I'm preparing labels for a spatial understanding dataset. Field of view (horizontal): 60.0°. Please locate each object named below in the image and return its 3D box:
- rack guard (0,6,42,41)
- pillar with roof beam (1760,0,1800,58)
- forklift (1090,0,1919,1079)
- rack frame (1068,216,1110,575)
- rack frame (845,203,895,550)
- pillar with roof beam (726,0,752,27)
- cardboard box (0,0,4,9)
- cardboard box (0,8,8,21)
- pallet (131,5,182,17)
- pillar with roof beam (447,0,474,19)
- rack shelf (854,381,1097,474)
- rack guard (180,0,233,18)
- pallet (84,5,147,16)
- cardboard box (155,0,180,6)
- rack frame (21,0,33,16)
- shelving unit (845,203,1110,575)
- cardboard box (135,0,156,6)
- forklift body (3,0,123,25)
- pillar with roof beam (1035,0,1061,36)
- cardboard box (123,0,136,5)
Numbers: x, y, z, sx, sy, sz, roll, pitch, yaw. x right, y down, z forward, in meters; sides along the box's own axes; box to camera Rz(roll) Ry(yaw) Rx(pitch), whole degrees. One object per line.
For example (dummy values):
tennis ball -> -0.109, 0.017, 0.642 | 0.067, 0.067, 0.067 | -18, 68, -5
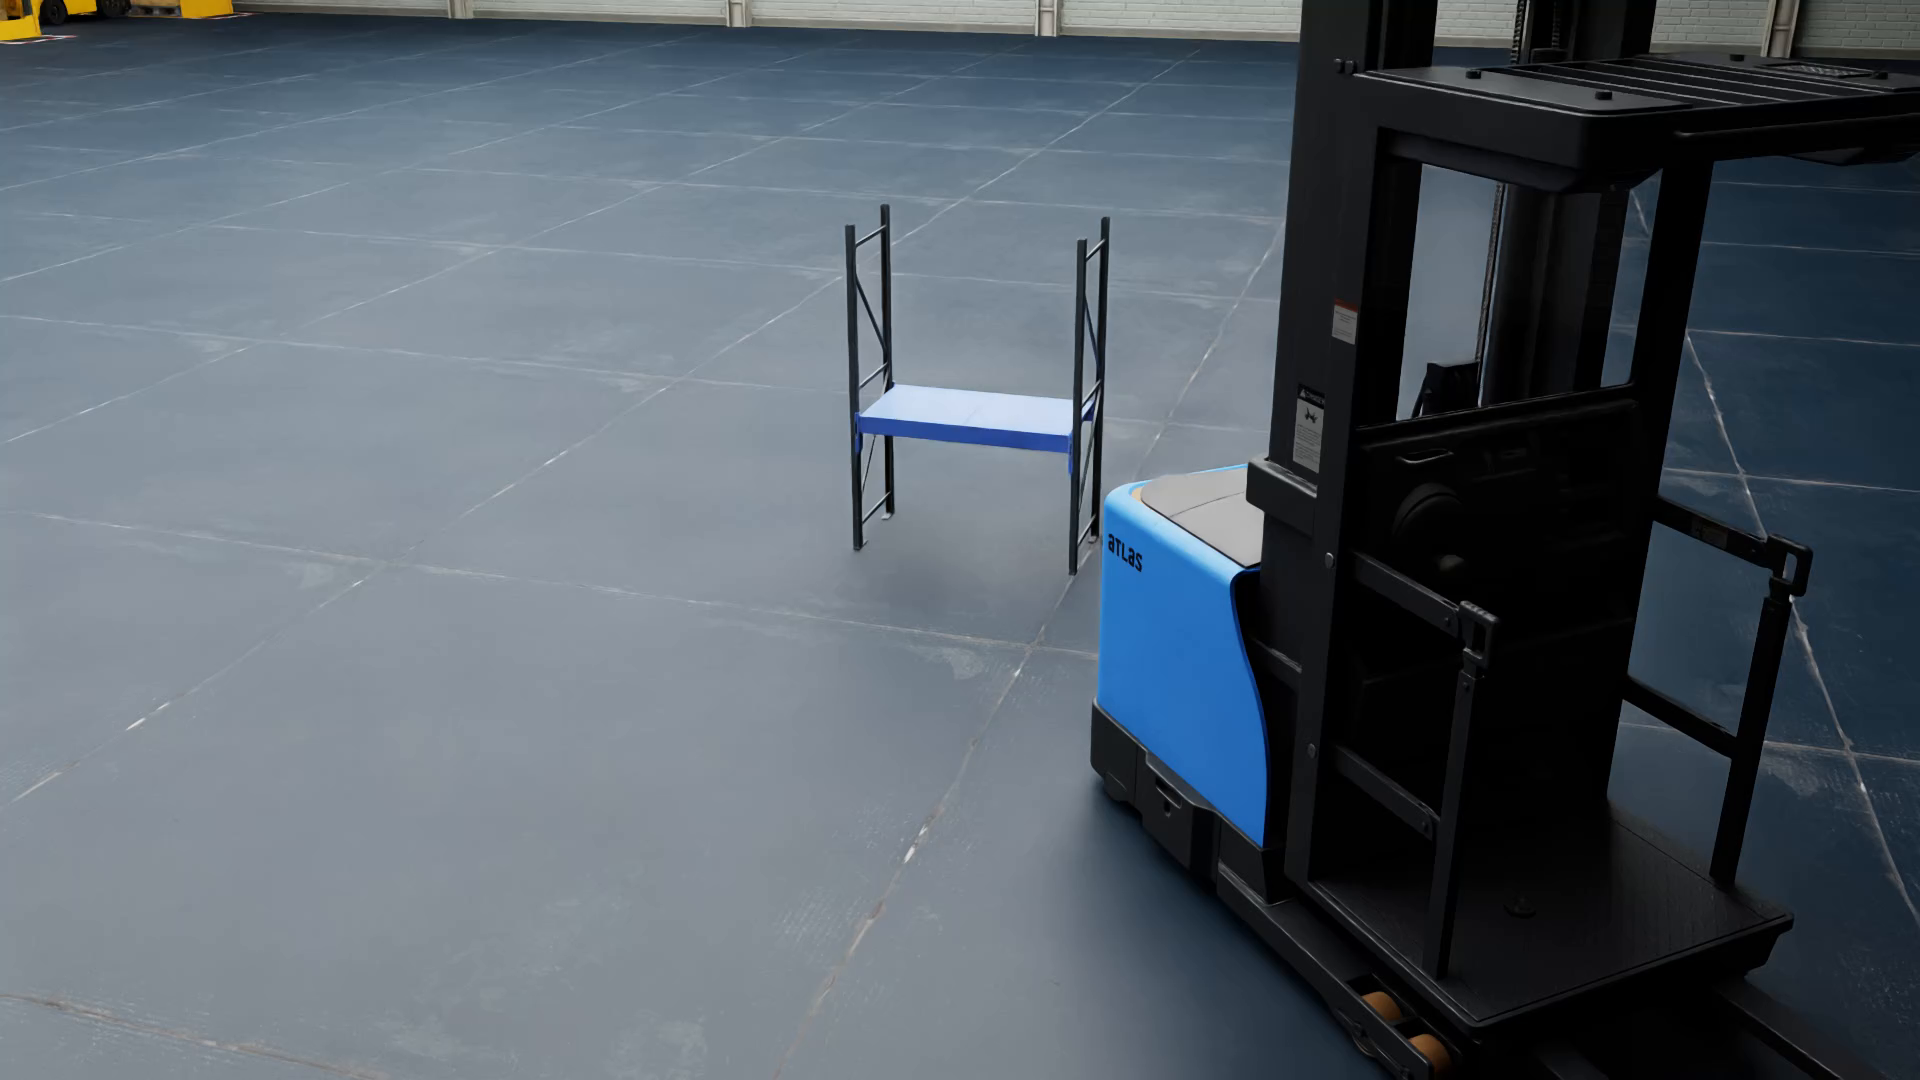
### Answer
rack guard -> -16.754, -9.069, 29.221 | 0.348, 0.500, 1.175 | 7, 23, 16
pillar with roof beam -> 11.820, -10.348, 21.140 | 0.400, 9.000, 9.100 | 7, 23, 16
forklift -> 1.525, -0.106, 4.165 | 1.130, 2.935, 3.031 | -10, 24, -23
rack frame -> 0.568, -0.629, 7.327 | 0.032, 1.500, 0.500 | 7, 23, 16
rack frame -> -0.405, -0.740, 7.598 | 0.032, 1.500, 0.500 | 7, 23, 16
pillar with roof beam -> -5.413, -12.321, 25.950 | 0.400, 9.000, 9.100 | 7, 23, 16
cardboard box -> -17.397, -9.678, 29.493 | 0.500, 0.500, 0.500 | 6, 23, 14
cardboard box -> -17.374, -9.329, 29.629 | 0.500, 0.250, 0.500 | 6, 23, 15
pallet -> -15.995, -10.800, 33.821 | 1.213, 0.211, 1.003 | 7, 23, 16
pillar with roof beam -> -11.157, -12.979, 27.554 | 0.400, 9.000, 9.100 | 7, 23, 16
rack shelf -> 0.082, -0.518, 7.531 | 1.000, 0.185, 0.538 | 7, 23, 16
rack guard -> -15.228, -10.862, 33.592 | 0.348, 0.500, 1.175 | 7, 23, 16
pallet -> -17.160, -10.934, 34.149 | 1.213, 0.211, 1.003 | 7, 23, 15
cardboard box -> -15.792, -10.880, 33.412 | 0.500, 0.250, 0.500 | 7, 23, 16
rack frame -> -16.681, -10.218, 28.727 | 0.127, 3.000, 1.000 | 7, 23, 16
shelving unit -> 0.082, -0.685, 7.463 | 1.048, 1.500, 0.538 | 7, 23, 16
cardboard box -> -16.266, -10.938, 33.554 | 0.500, 0.250, 0.500 | 7, 23, 15
forklift body -> -17.594, -11.174, 32.176 | 1.214, 2.155, 2.313 | 7, 23, 16
pillar with roof beam -> 0.332, -11.663, 24.347 | 0.400, 9.000, 9.100 | 7, 23, 16
cardboard box -> -16.742, -10.996, 33.695 | 0.500, 0.250, 0.500 | 7, 23, 16
